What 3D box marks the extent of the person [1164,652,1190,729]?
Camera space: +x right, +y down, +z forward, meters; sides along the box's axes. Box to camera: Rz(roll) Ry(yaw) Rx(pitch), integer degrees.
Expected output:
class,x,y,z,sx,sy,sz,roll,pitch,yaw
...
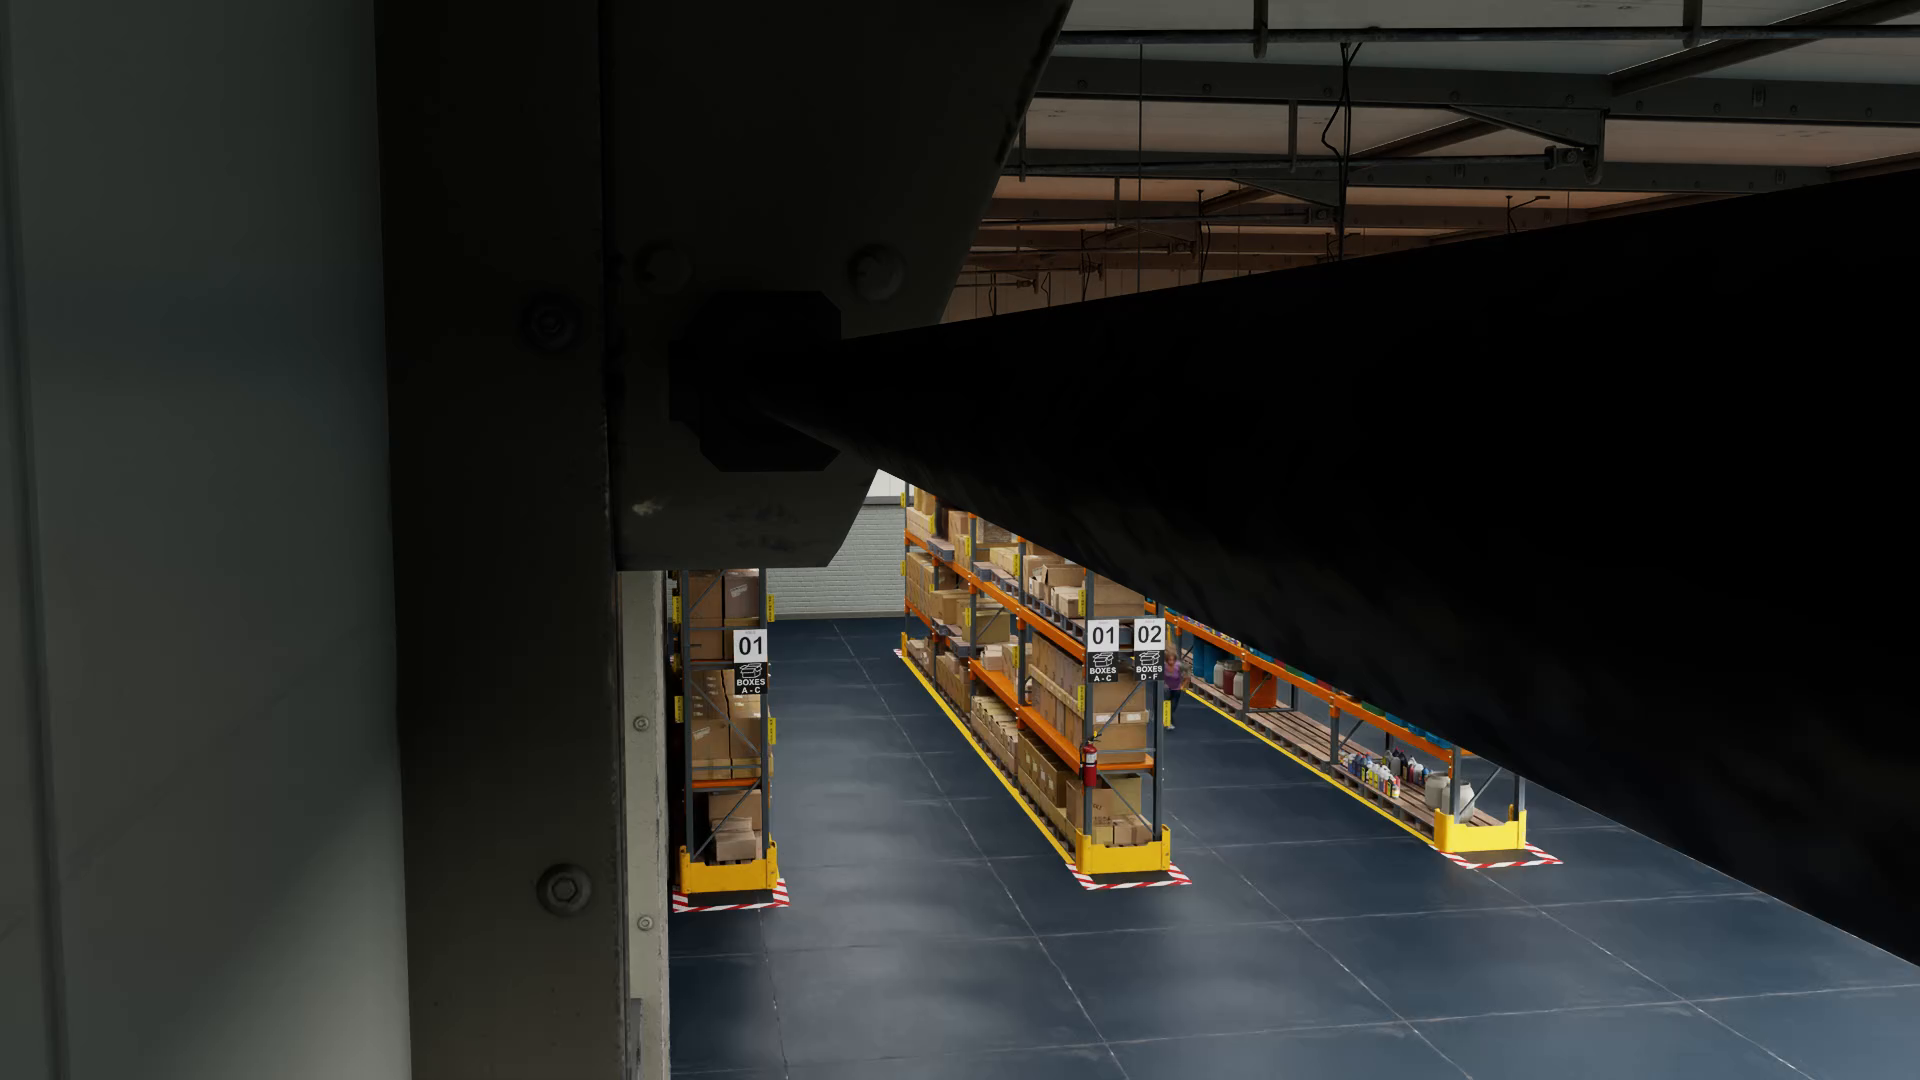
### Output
class,x,y,z,sx,sy,sz,roll,pitch,yaw
person,3.718,2.621,28.923,0.561,1.430,0.768,1,6,7
